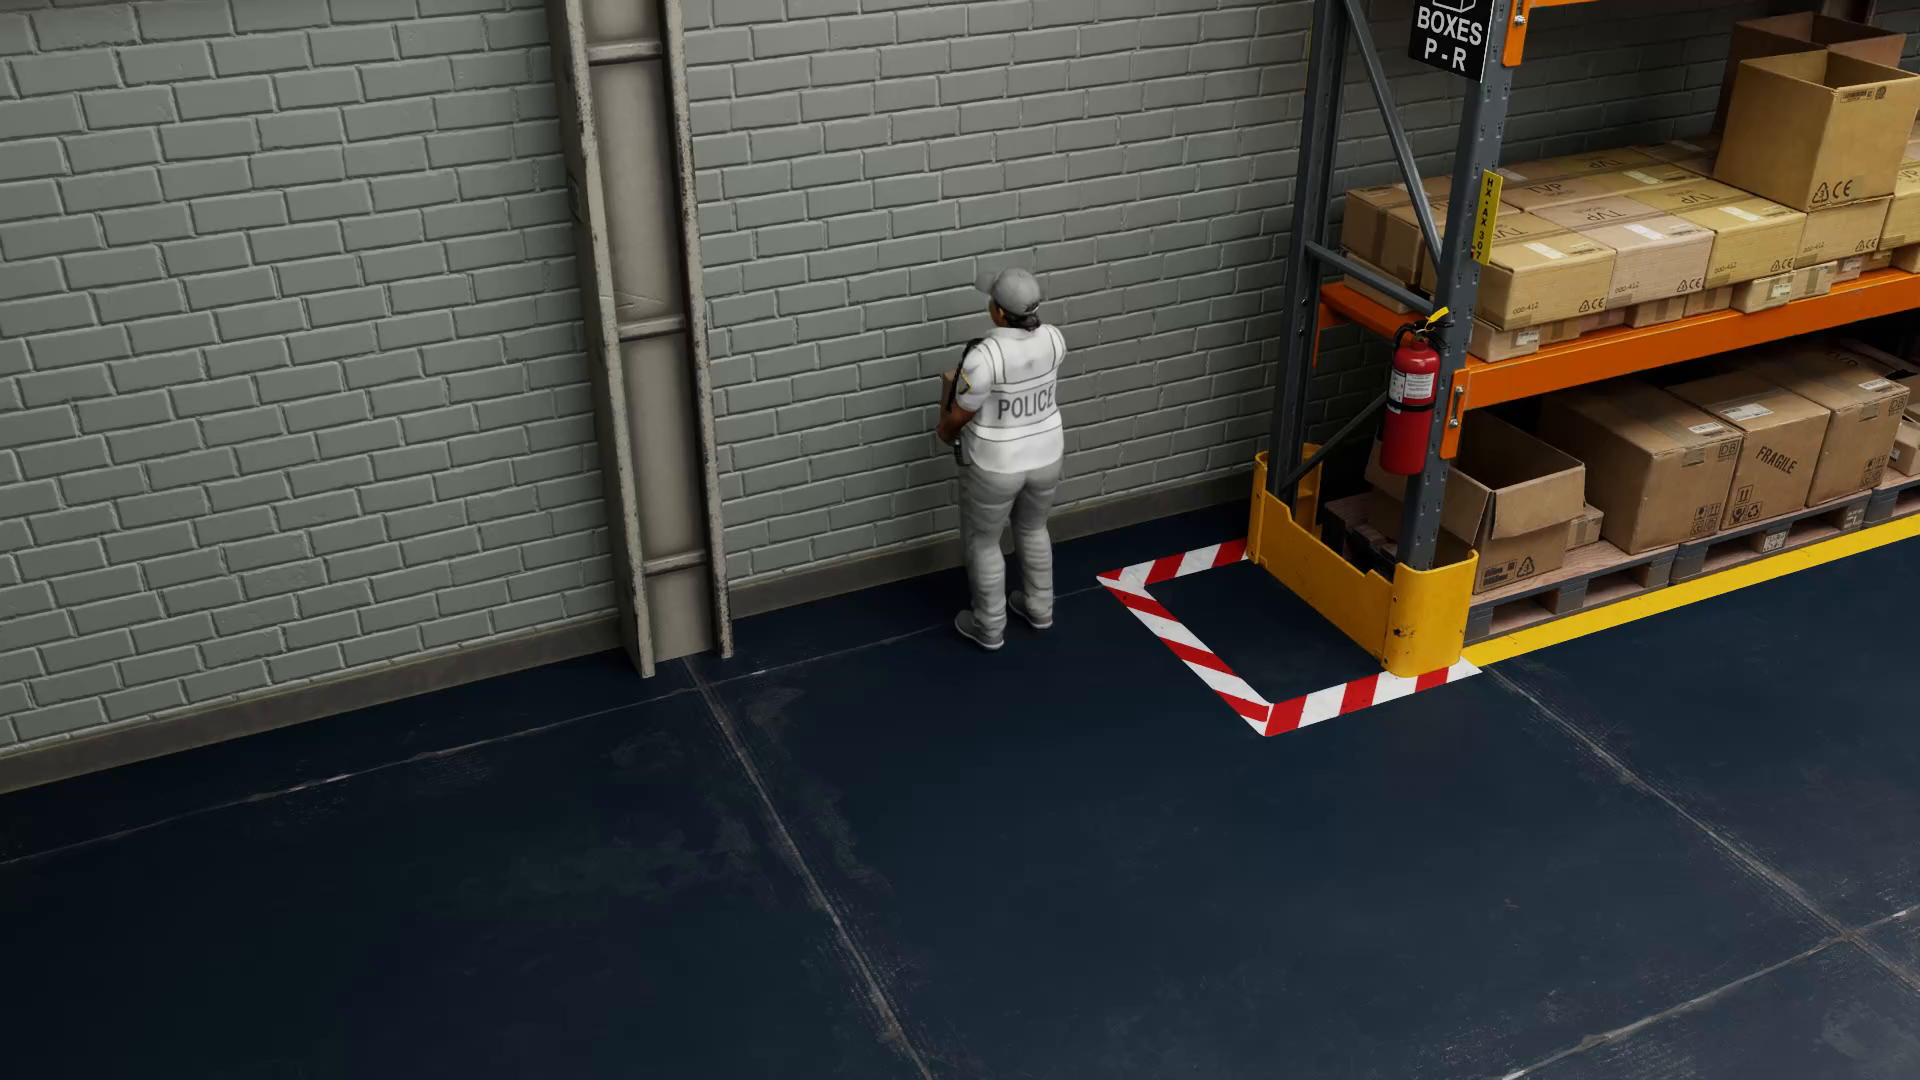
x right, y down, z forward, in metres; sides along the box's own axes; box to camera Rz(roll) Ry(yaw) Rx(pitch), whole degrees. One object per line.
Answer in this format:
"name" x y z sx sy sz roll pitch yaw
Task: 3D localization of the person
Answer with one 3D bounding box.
"person" 0.161 -0.346 6.742 0.499 1.655 0.519 -19 34 -29
